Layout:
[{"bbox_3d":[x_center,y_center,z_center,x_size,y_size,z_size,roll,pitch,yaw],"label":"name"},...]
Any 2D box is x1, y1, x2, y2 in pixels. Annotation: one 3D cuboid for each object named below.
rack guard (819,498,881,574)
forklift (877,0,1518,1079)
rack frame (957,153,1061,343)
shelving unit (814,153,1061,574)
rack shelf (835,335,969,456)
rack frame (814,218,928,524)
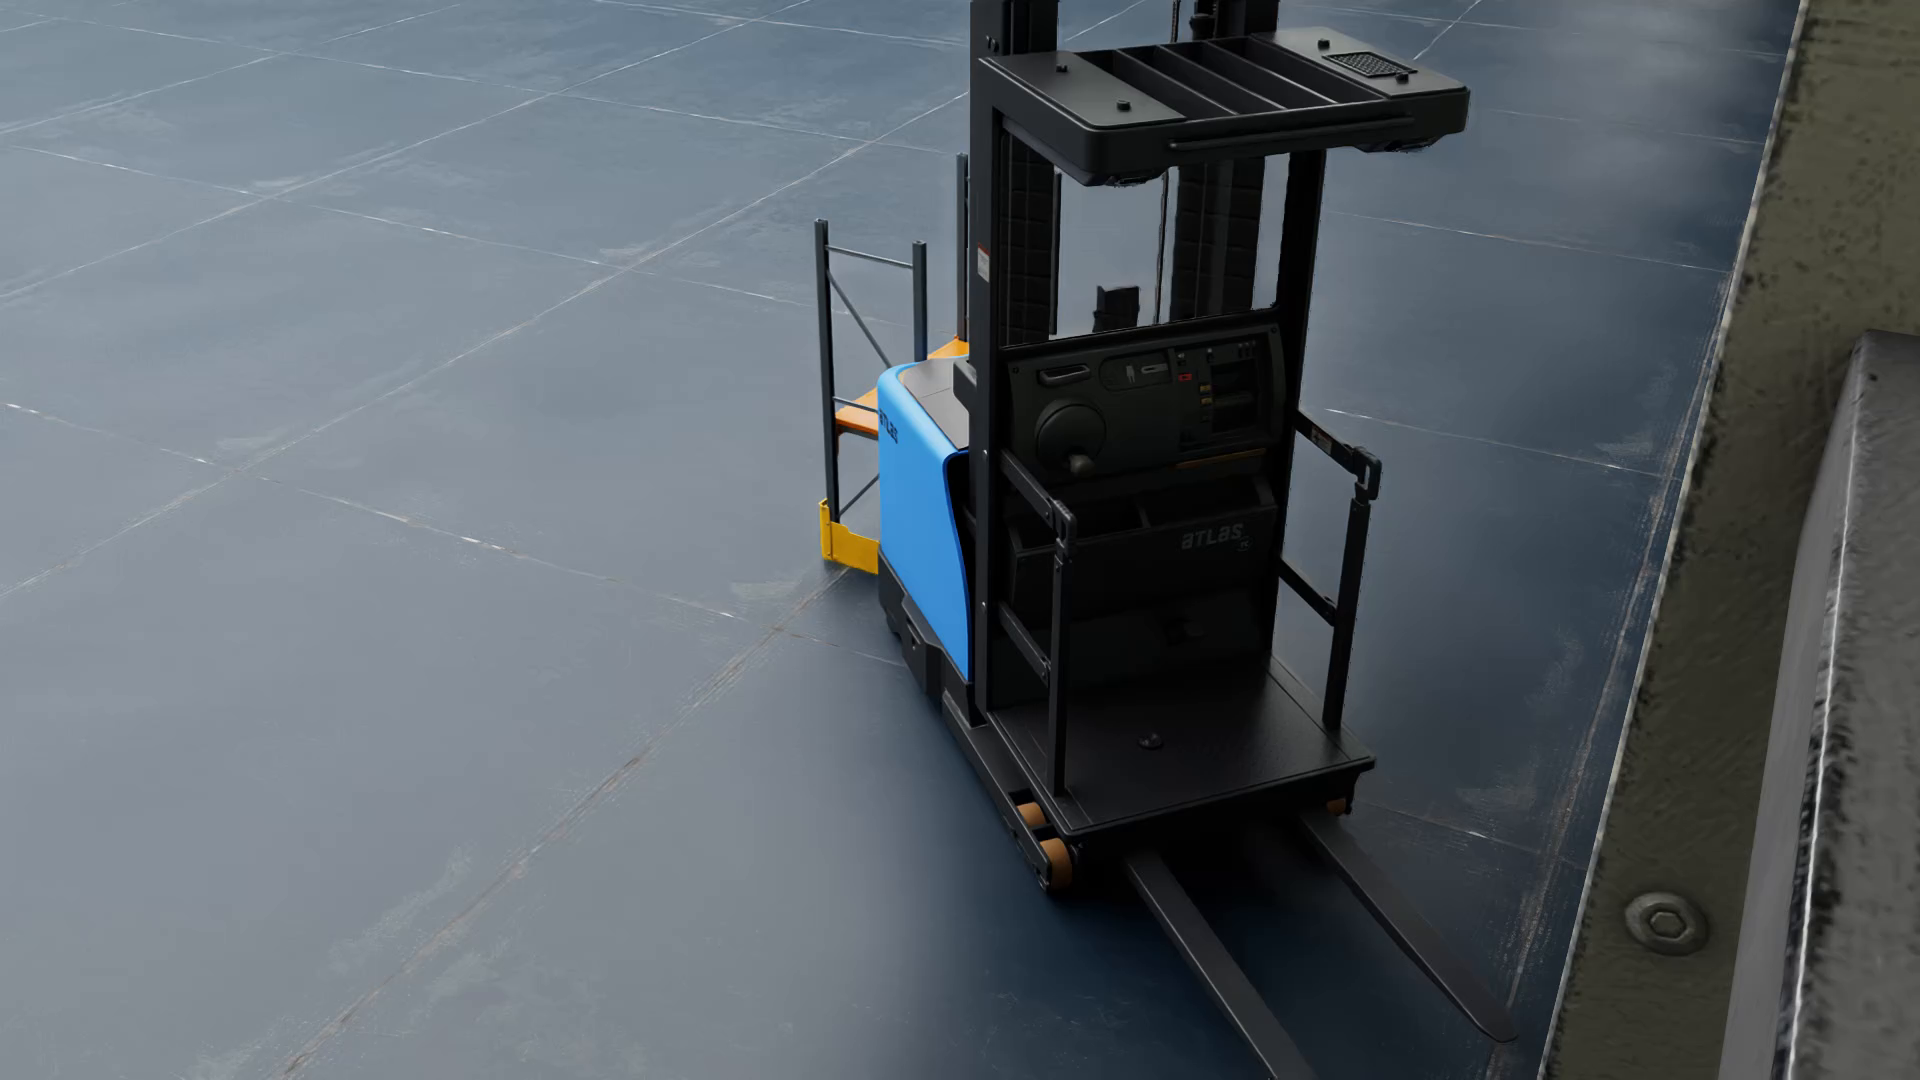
[{"bbox_3d":[-0.333,0.018,6.981,0.587,0.250,0.087,18,34,28],"label":"rack guard"},{"bbox_3d":[0.665,-0.386,4.992,1.130,2.935,3.031,-11,32,-18],"label":"forklift"},{"bbox_3d":[0.204,-0.943,7.399,0.500,1.500,0.032,18,34,28],"label":"rack frame"},{"bbox_3d":[-0.065,-0.733,7.034,0.587,1.500,1.083,18,34,28],"label":"shelving unit"},{"bbox_3d":[-0.070,-0.573,7.117,0.538,0.185,1.000,18,34,28],"label":"rack shelf"},{"bbox_3d":[-0.343,-0.516,6.655,0.500,1.500,0.032,18,34,28],"label":"rack frame"}]
